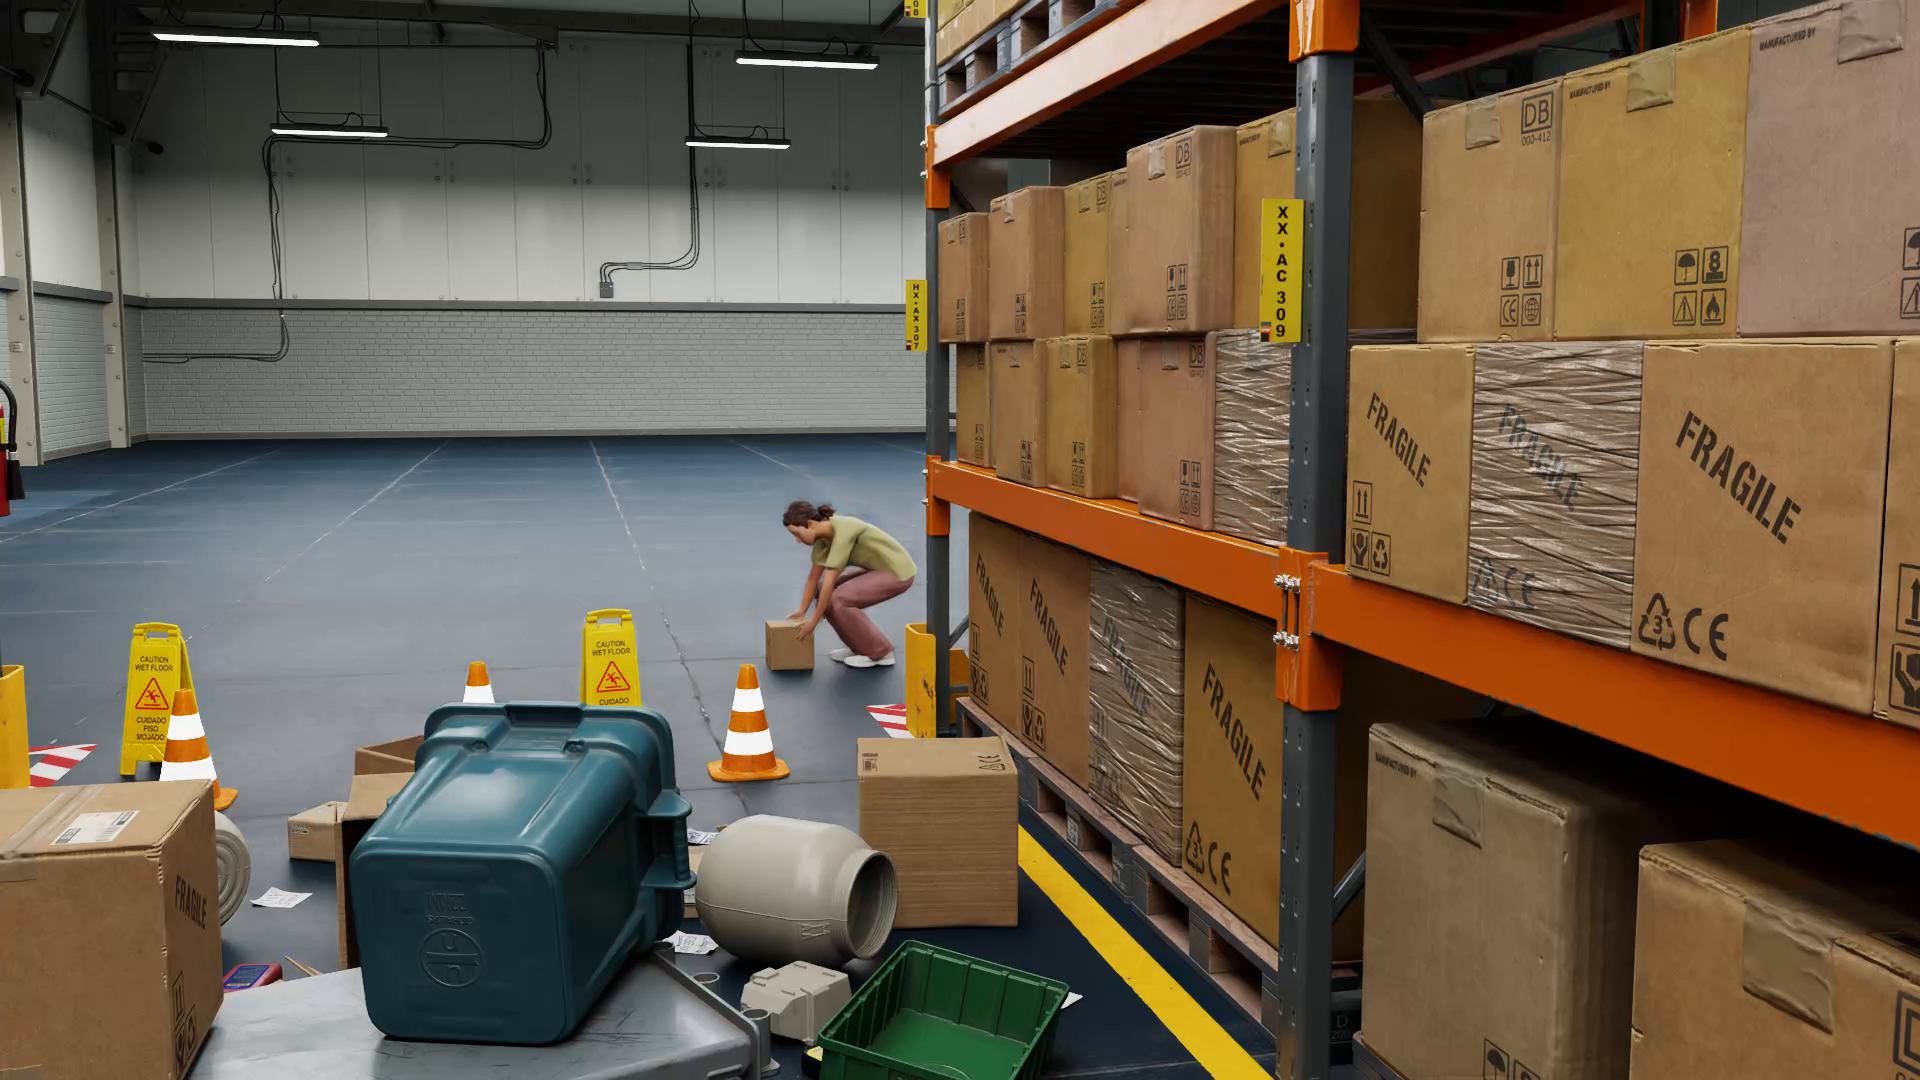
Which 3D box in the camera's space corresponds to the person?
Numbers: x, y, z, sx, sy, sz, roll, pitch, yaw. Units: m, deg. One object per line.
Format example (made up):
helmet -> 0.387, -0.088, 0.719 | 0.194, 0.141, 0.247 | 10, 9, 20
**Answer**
person -> -0.636, 0.245, 9.653 | 0.787, 0.974, 0.487 | -2, 6, -14
